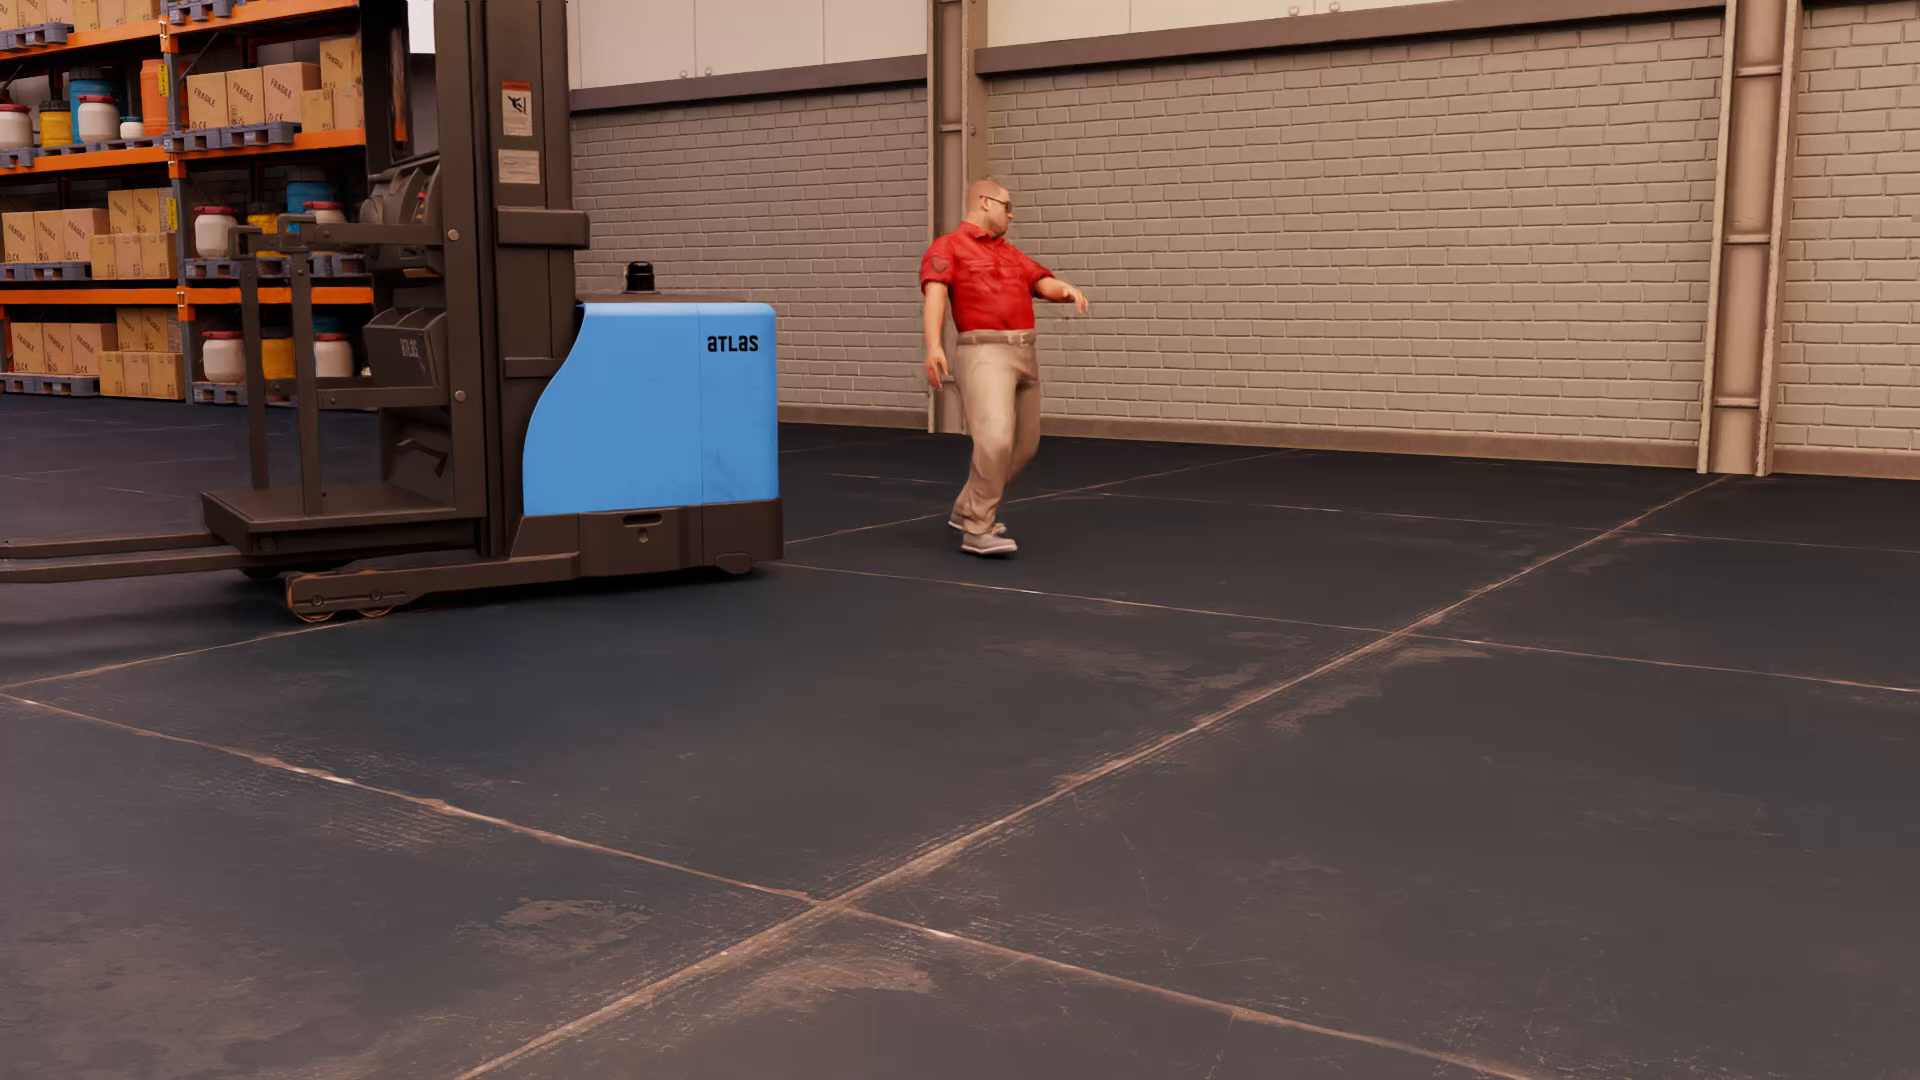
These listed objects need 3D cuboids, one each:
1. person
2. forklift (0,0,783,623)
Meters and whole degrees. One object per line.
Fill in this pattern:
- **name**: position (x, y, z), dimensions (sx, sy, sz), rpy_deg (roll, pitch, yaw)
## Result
- **person**: position (0.152, -0.756, 7.192), dimensions (0.851, 1.605, 0.773), rpy_deg (6, 10, 34)
- **forklift**: position (-2.223, -1.255, 6.016), dimensions (3.031, 2.935, 1.130), rpy_deg (-5, 10, -32)
